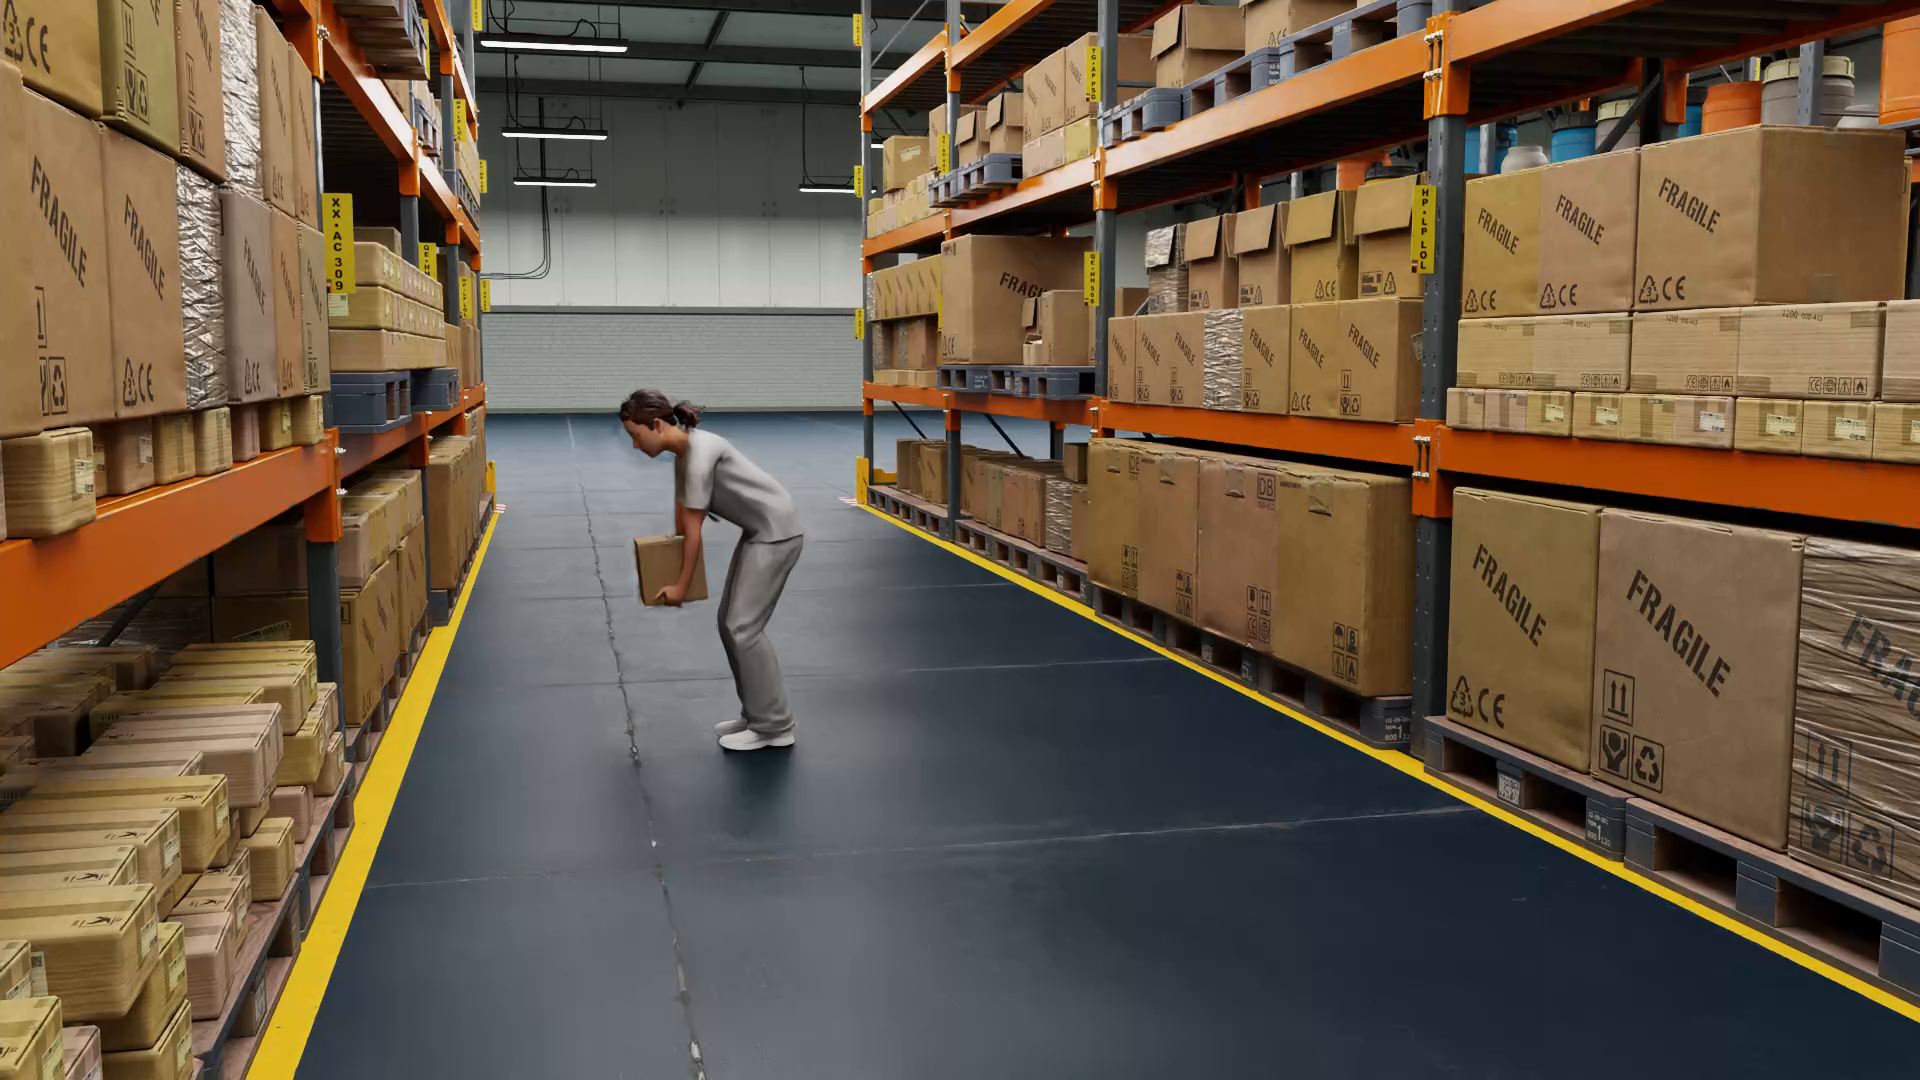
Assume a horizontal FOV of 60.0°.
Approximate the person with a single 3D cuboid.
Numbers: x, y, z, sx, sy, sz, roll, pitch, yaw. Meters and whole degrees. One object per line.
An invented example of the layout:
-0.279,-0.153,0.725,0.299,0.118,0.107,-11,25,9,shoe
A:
-0.989,0.114,6.682,0.724,1.445,0.416,-2,6,-15,person
